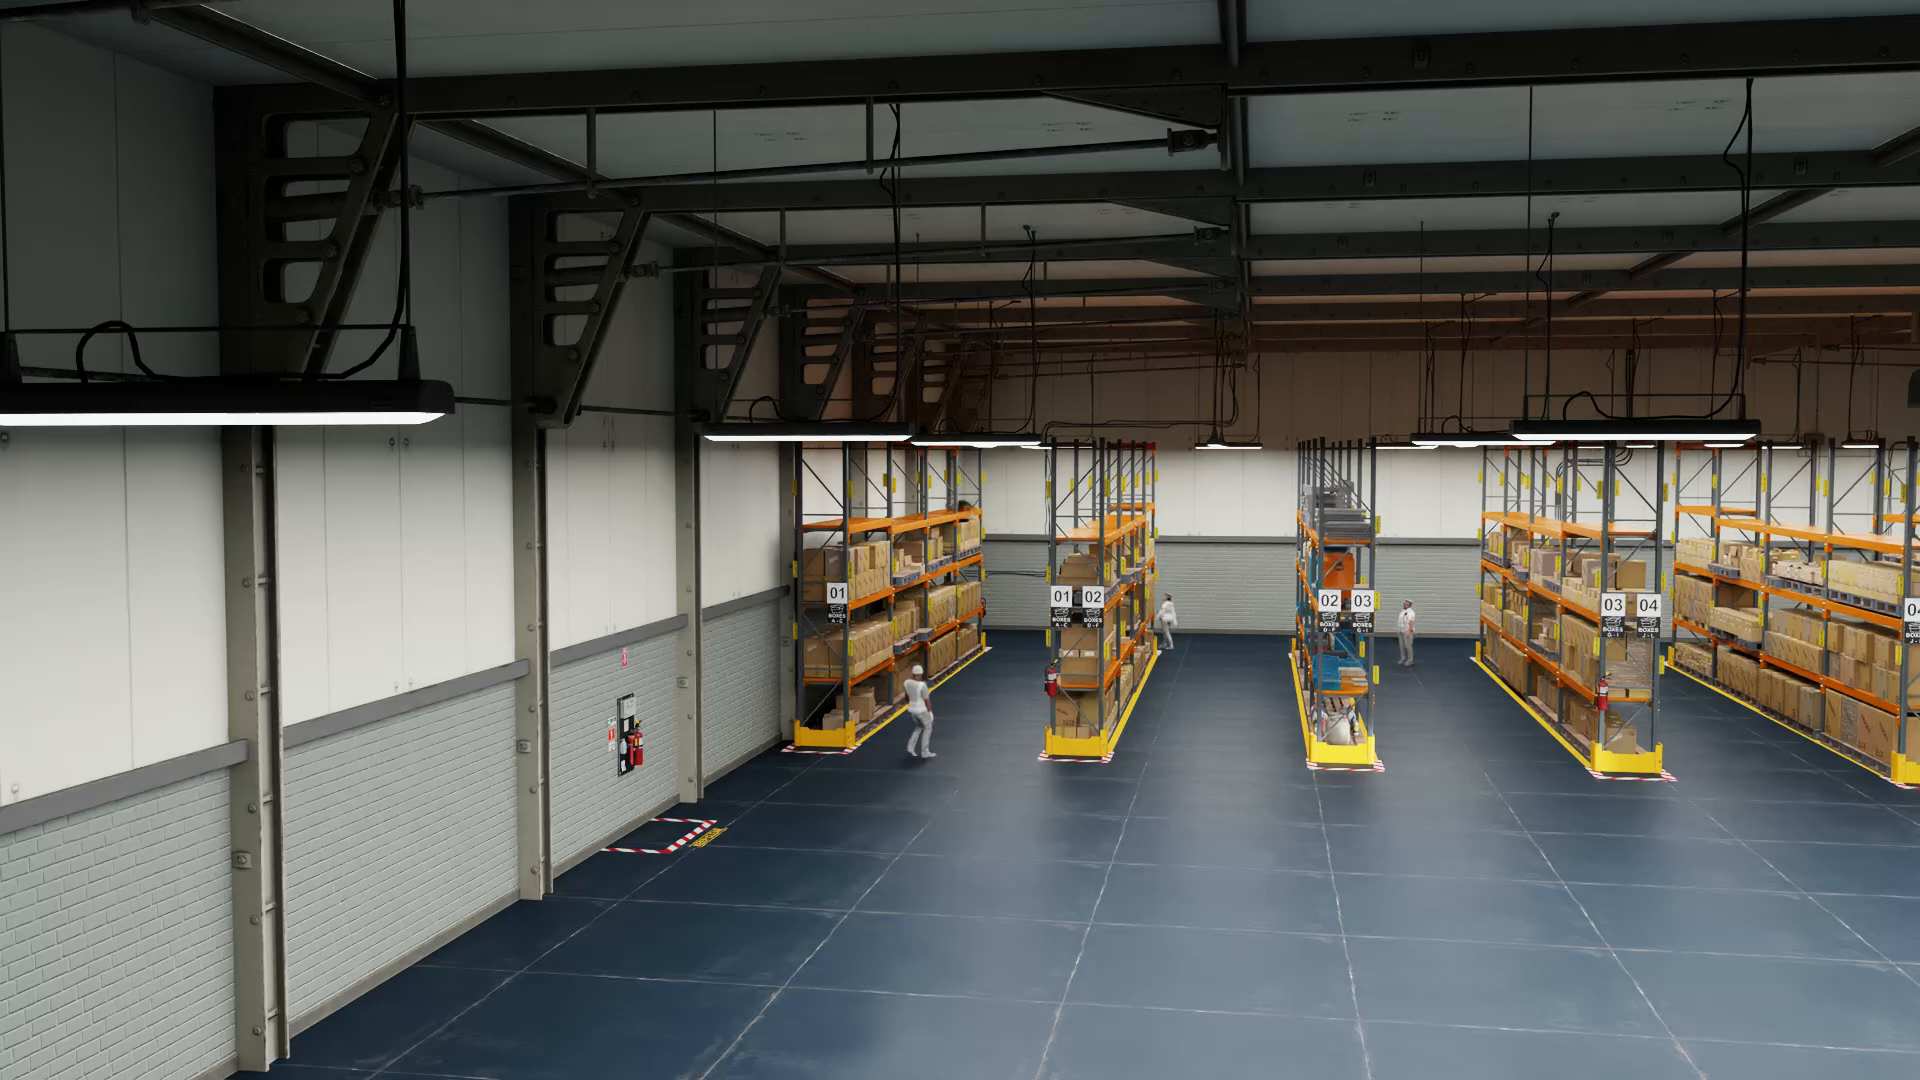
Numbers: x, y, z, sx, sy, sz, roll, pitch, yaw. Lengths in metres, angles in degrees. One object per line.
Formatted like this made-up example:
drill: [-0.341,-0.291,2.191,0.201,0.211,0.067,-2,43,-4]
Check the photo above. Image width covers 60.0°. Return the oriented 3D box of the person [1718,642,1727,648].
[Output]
person: [20.678,2.479,45.471,0.610,1.620,0.850,-3,4,-41]

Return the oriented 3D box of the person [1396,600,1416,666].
person: [12.014,2.489,44.775,0.447,1.772,0.632,-1,3,-25]

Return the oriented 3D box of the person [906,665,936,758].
person: [-0.727,3.230,31.160,0.517,1.822,0.633,-3,4,-40]

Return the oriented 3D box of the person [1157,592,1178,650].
person: [6.034,2.333,48.220,0.611,1.652,0.898,-1,3,-14]
